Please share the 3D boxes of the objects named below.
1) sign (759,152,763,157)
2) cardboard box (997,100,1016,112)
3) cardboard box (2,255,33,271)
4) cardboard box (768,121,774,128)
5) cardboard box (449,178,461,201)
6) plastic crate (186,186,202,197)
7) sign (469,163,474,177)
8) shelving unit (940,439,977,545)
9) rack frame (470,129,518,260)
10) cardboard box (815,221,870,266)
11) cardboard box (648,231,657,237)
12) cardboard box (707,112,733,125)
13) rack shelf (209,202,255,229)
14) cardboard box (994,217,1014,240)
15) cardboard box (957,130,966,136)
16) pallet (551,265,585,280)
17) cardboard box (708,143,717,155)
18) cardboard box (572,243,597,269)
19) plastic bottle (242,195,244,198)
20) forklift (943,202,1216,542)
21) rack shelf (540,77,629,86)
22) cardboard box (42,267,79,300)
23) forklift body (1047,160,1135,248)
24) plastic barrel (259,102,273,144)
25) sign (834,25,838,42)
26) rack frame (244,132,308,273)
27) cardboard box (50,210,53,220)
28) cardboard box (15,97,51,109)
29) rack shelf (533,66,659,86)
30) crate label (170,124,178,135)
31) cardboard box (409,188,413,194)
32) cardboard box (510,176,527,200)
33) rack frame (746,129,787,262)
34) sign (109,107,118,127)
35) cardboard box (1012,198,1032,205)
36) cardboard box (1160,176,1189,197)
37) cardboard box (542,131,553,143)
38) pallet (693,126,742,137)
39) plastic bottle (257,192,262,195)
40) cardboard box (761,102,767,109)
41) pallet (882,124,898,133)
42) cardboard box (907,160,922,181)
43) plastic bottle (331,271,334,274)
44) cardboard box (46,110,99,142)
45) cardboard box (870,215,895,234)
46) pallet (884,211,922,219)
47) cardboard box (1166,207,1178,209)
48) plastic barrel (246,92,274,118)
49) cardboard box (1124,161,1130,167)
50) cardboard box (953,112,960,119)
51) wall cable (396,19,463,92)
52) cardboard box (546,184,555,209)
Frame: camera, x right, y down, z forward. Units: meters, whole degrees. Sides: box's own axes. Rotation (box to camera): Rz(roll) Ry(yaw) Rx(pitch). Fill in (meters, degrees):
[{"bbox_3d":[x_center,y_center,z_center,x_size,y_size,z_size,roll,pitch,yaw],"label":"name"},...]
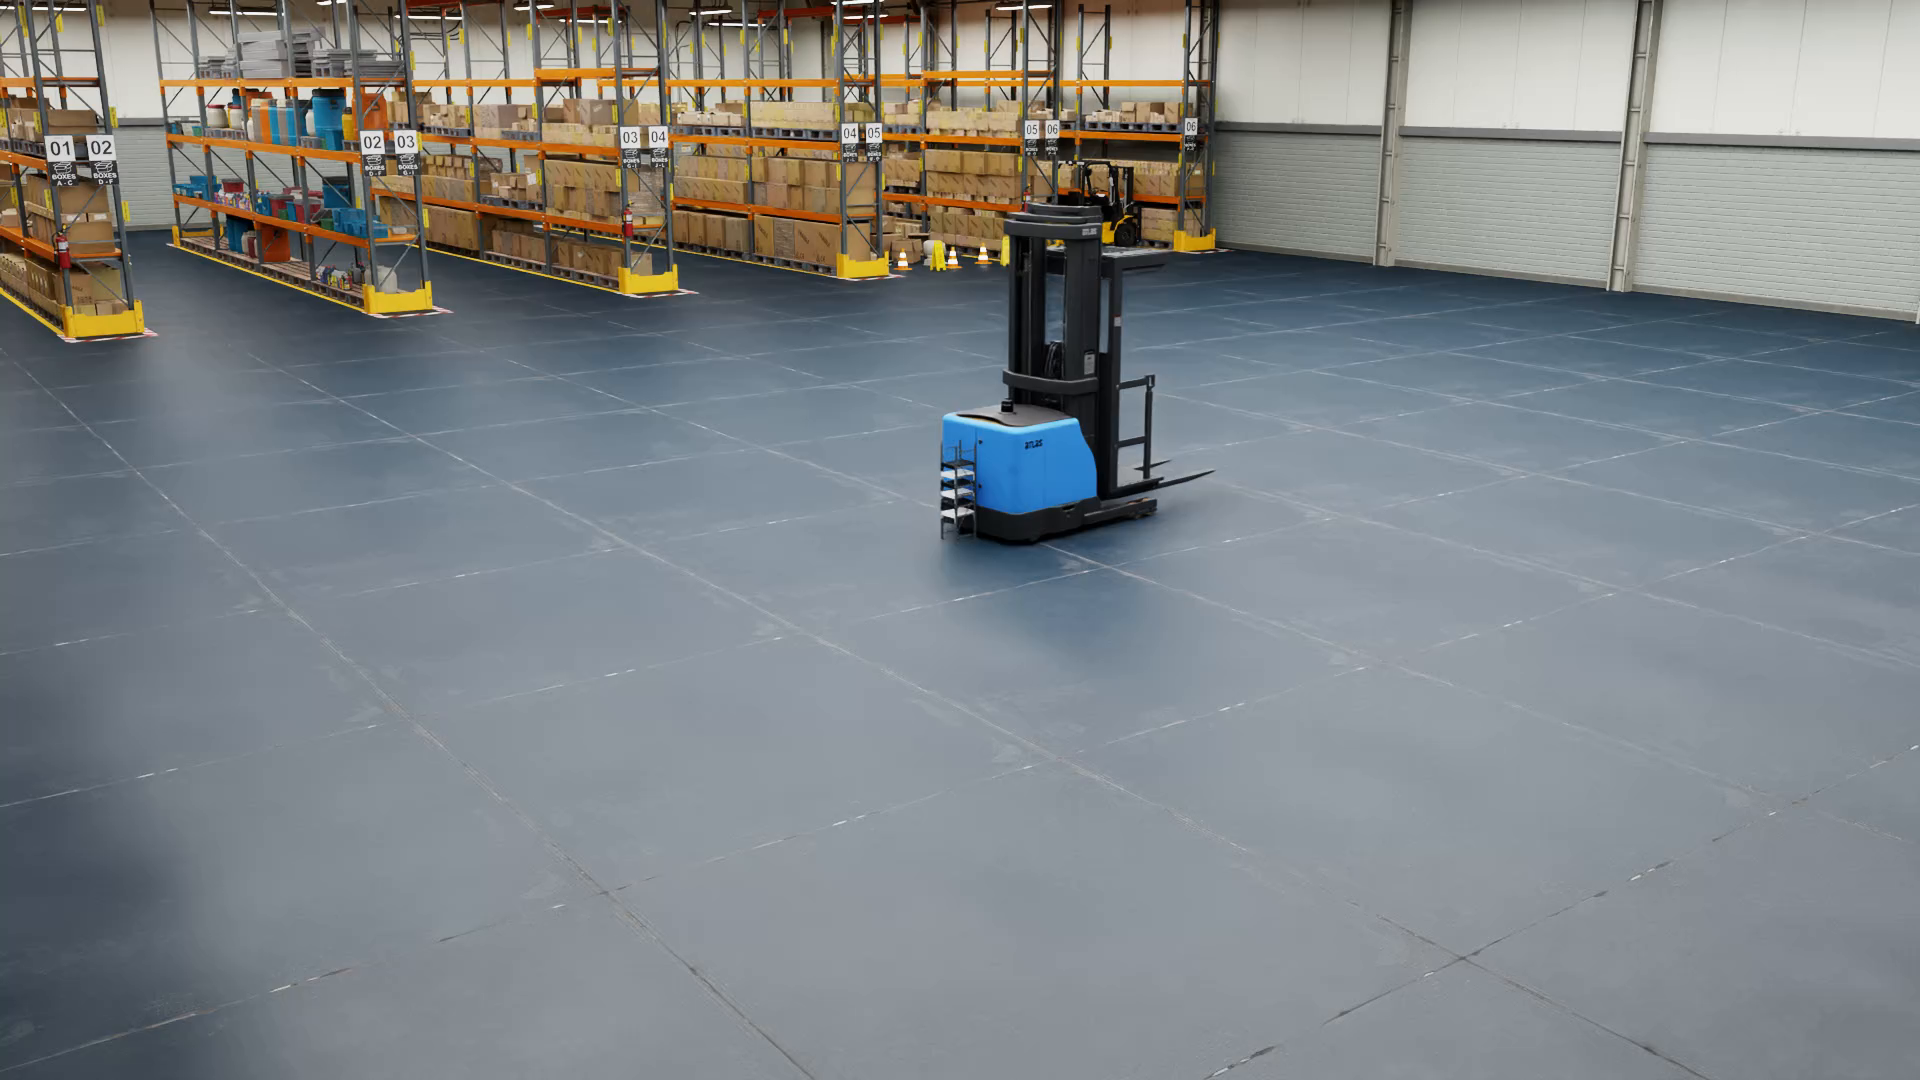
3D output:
[{"bbox_3d":[-5.668,-10.882,47.365,0.100,0.325,0.005,-11,19,-35],"label":"sign"},{"bbox_3d":[1.374,-11.984,46.321,0.500,0.500,0.500,-11,19,-34],"label":"cardboard box"},{"bbox_3d":[-18.513,-5.462,32.703,0.500,0.311,0.500,-11,19,-36],"label":"cardboard box"},{"bbox_3d":[-4.075,-9.299,37.178,0.380,0.149,0.250,-11,19,-35],"label":"cardboard box"},{"bbox_3d":[-11.971,-8.454,40.092,0.500,0.500,0.500,-12,19,-36],"label":"cardboard box"},{"bbox_3d":[-18.765,-8.559,40.871,0.416,0.233,0.300,-11,19,-35],"label":"plastic crate"},{"bbox_3d":[-11.331,-8.592,38.594,0.100,0.325,0.005,-11,19,-35],"label":"sign"},{"bbox_3d":[-0.014,-0.434,14.955,0.258,0.900,0.210,-13,20,-38],"label":"shelving unit"},{"bbox_3d":[-10.884,-8.121,39.065,1.000,3.000,0.127,-11,19,-35],"label":"rack frame"},{"bbox_3d":[-2.561,-6.473,36.274,0.875,0.875,0.875,-11,19,-34],"label":"cardboard box"},{"bbox_3d":[-7.713,-8.077,42.846,0.500,0.500,0.500,-10,18,-32],"label":"cardboard box"},{"bbox_3d":[-5.669,-10.010,39.468,0.500,0.311,0.500,-12,19,-37],"label":"cardboard box"},{"bbox_3d":[-16.066,-7.432,37.911,1.077,0.370,4.000,-11,19,-35],"label":"rack shelf"},{"bbox_3d":[1.154,-7.319,39.129,0.500,0.500,0.500,-11,19,-34],"label":"cardboard box"},{"bbox_3d":[0.156,-9.737,39.763,0.380,0.149,0.250,-11,19,-36],"label":"cardboard box"},{"bbox_3d":[-8.109,-5.784,35.808,1.003,0.211,1.213,-11,19,-35],"label":"pallet"},{"bbox_3d":[-7.210,-11.642,49.846,0.500,0.500,0.500,-11,19,-36],"label":"cardboard box"},{"bbox_3d":[-7.986,-6.051,35.441,0.500,0.500,0.500,-5,16,-17],"label":"cardboard box"},{"bbox_3d":[-16.137,-7.622,37.463,0.061,0.283,0.133,-11,19,-35],"label":"plastic bottle"},{"bbox_3d":[1.249,-1.701,15.738,3.031,2.935,1.130,-14,20,-41],"label":"forklift"},{"bbox_3d":[-10.340,-12.695,45.783,1.077,0.370,4.000,-11,19,-35],"label":"rack shelf"},{"bbox_3d":[-15.351,-4.393,28.438,0.500,0.500,0.500,-11,19,-35],"label":"cardboard box"},{"bbox_3d":[3.258,-8.434,41.818,2.313,2.155,1.214,-11,19,-35],"label":"forklift body"},{"bbox_3d":[-14.198,-8.657,34.529,0.600,0.830,0.708,-11,19,-35],"label":"plastic barrel"},{"bbox_3d":[-2.556,-10.462,34.335,0.100,0.325,0.005,-11,19,-35],"label":"sign"},{"bbox_3d":[-14.890,-7.352,36.256,1.000,3.000,0.127,-11,19,-35],"label":"rack frame"},{"bbox_3d":[-15.026,-5.453,27.900,0.380,0.149,0.250,-11,19,-34],"label":"cardboard box"},{"bbox_3d":[-16.878,-7.806,30.302,0.500,0.500,0.500,-11,19,-34],"label":"cardboard box"},{"bbox_3d":[-7.356,-9.385,33.687,1.077,0.370,4.000,-11,19,-35],"label":"rack shelf"},{"bbox_3d":[-19.313,-10.188,41.218,0.408,0.251,0.502,-11,19,-35],"label":"crate label"},{"bbox_3d":[-13.832,-8.923,42.472,0.380,0.149,0.250,-10,18,-33],"label":"cardboard box"},{"bbox_3d":[-9.626,-7.875,37.175,0.797,0.503,0.637,-9,18,-29],"label":"cardboard box"},{"bbox_3d":[-4.461,-8.015,38.678,1.000,3.000,0.127,-11,19,-35],"label":"rack frame"},{"bbox_3d":[-13.743,-6.867,26.996,0.100,0.325,0.005,-11,19,-35],"label":"sign"},{"bbox_3d":[1.443,-7.876,38.647,0.380,0.149,0.250,-10,18,-33],"label":"cardboard box"},{"bbox_3d":[5.347,-8.835,41.483,0.500,0.500,0.500,-11,19,-36],"label":"cardboard box"},{"bbox_3d":[-8.475,-8.505,35.071,0.500,0.250,0.500,-12,19,-37],"label":"cardboard box"},{"bbox_3d":[-5.731,-9.857,40.085,1.003,0.211,1.213,-10,18,-32],"label":"pallet"},{"bbox_3d":[-16.238,-7.927,38.590,0.152,0.276,0.135,-11,19,-35],"label":"plastic bottle"},{"bbox_3d":[-4.222,-9.737,37.268,0.380,0.149,0.250,-11,19,-35],"label":"cardboard box"},{"bbox_3d":[-1.405,-10.530,42.542,1.213,0.211,1.003,-11,19,-35],"label":"pallet"},{"bbox_3d":[-0.973,-9.262,41.686,0.500,0.500,0.500,-11,19,-36],"label":"cardboard box"},{"bbox_3d":[-12.172,-5.091,32.331,0.097,0.271,0.097,0,15,0],"label":"plastic bottle"},{"bbox_3d":[-14.530,-6.766,27.175,0.797,0.503,0.637,-9,18,-31],"label":"cardboard box"},{"bbox_3d":[-1.938,-7.682,40.761,0.500,0.500,0.500,-11,19,-35],"label":"cardboard box"},{"bbox_3d":[-1.610,-10.086,51.528,1.003,0.211,1.213,-11,19,-35],"label":"pallet"},{"bbox_3d":[5.422,-8.319,42.307,0.500,0.250,0.500,-11,19,-34],"label":"cardboard box"},{"bbox_3d":[-15.222,-9.330,36.192,0.600,0.830,0.708,-11,19,-35],"label":"plastic barrel"},{"bbox_3d":[4.427,-9.653,42.682,0.380,0.149,0.250,-11,19,-34],"label":"cardboard box"},{"bbox_3d":[0.049,-10.183,39.883,0.380,0.149,0.250,-12,19,-36],"label":"cardboard box"},{"bbox_3d":[-16.124,-16.017,50.456,2.277,5.999,0.120,-11,19,-35],"label":"wall cable"},{"bbox_3d":[-8.318,-7.353,35.505,0.875,0.500,0.500,-11,19,-35],"label":"cardboard box"}]
